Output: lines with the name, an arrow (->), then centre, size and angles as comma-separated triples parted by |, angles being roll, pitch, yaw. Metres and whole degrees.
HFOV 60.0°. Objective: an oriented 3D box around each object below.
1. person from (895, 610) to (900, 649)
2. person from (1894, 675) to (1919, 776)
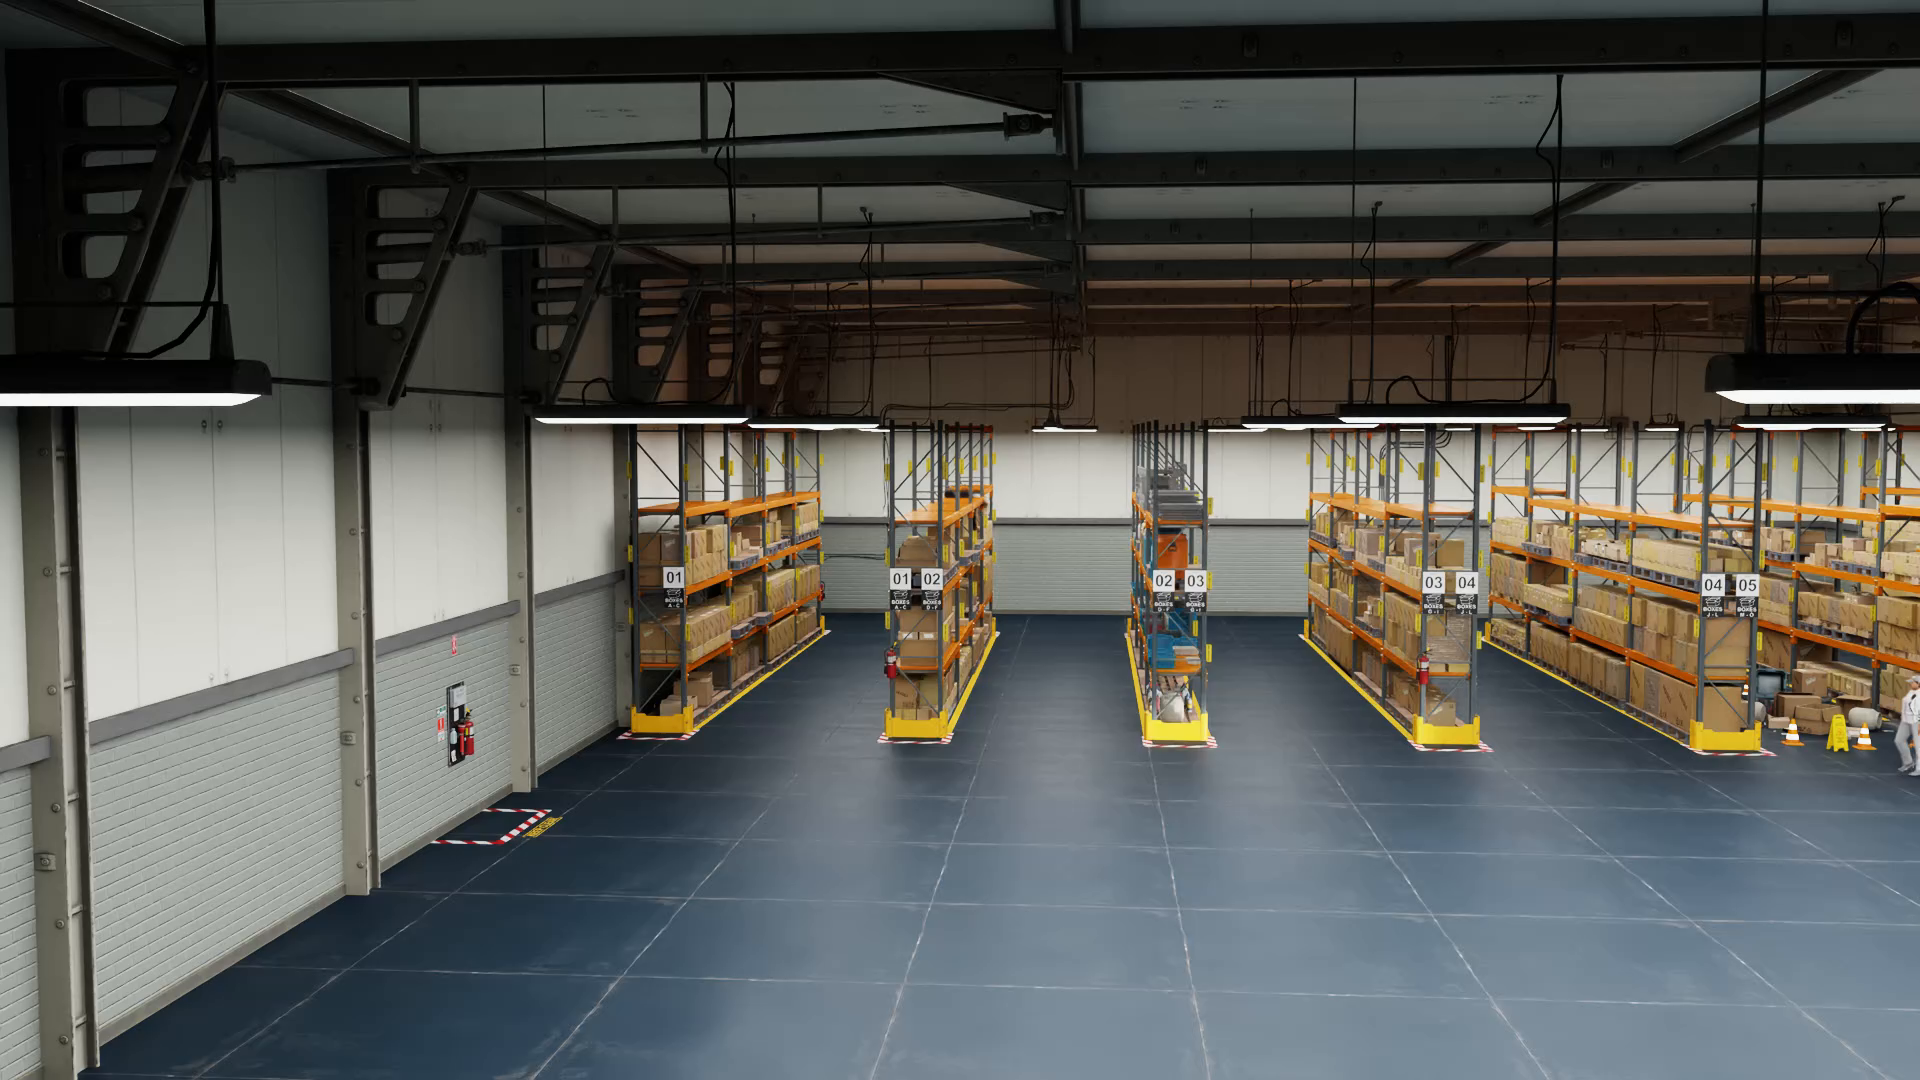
person -> -1.441, 1.951, 43.283 | 0.637, 1.746, 0.523 | -3, 5, -37
person -> 16.115, 3.131, 28.113 | 0.428, 1.710, 0.576 | -1, 4, -15
